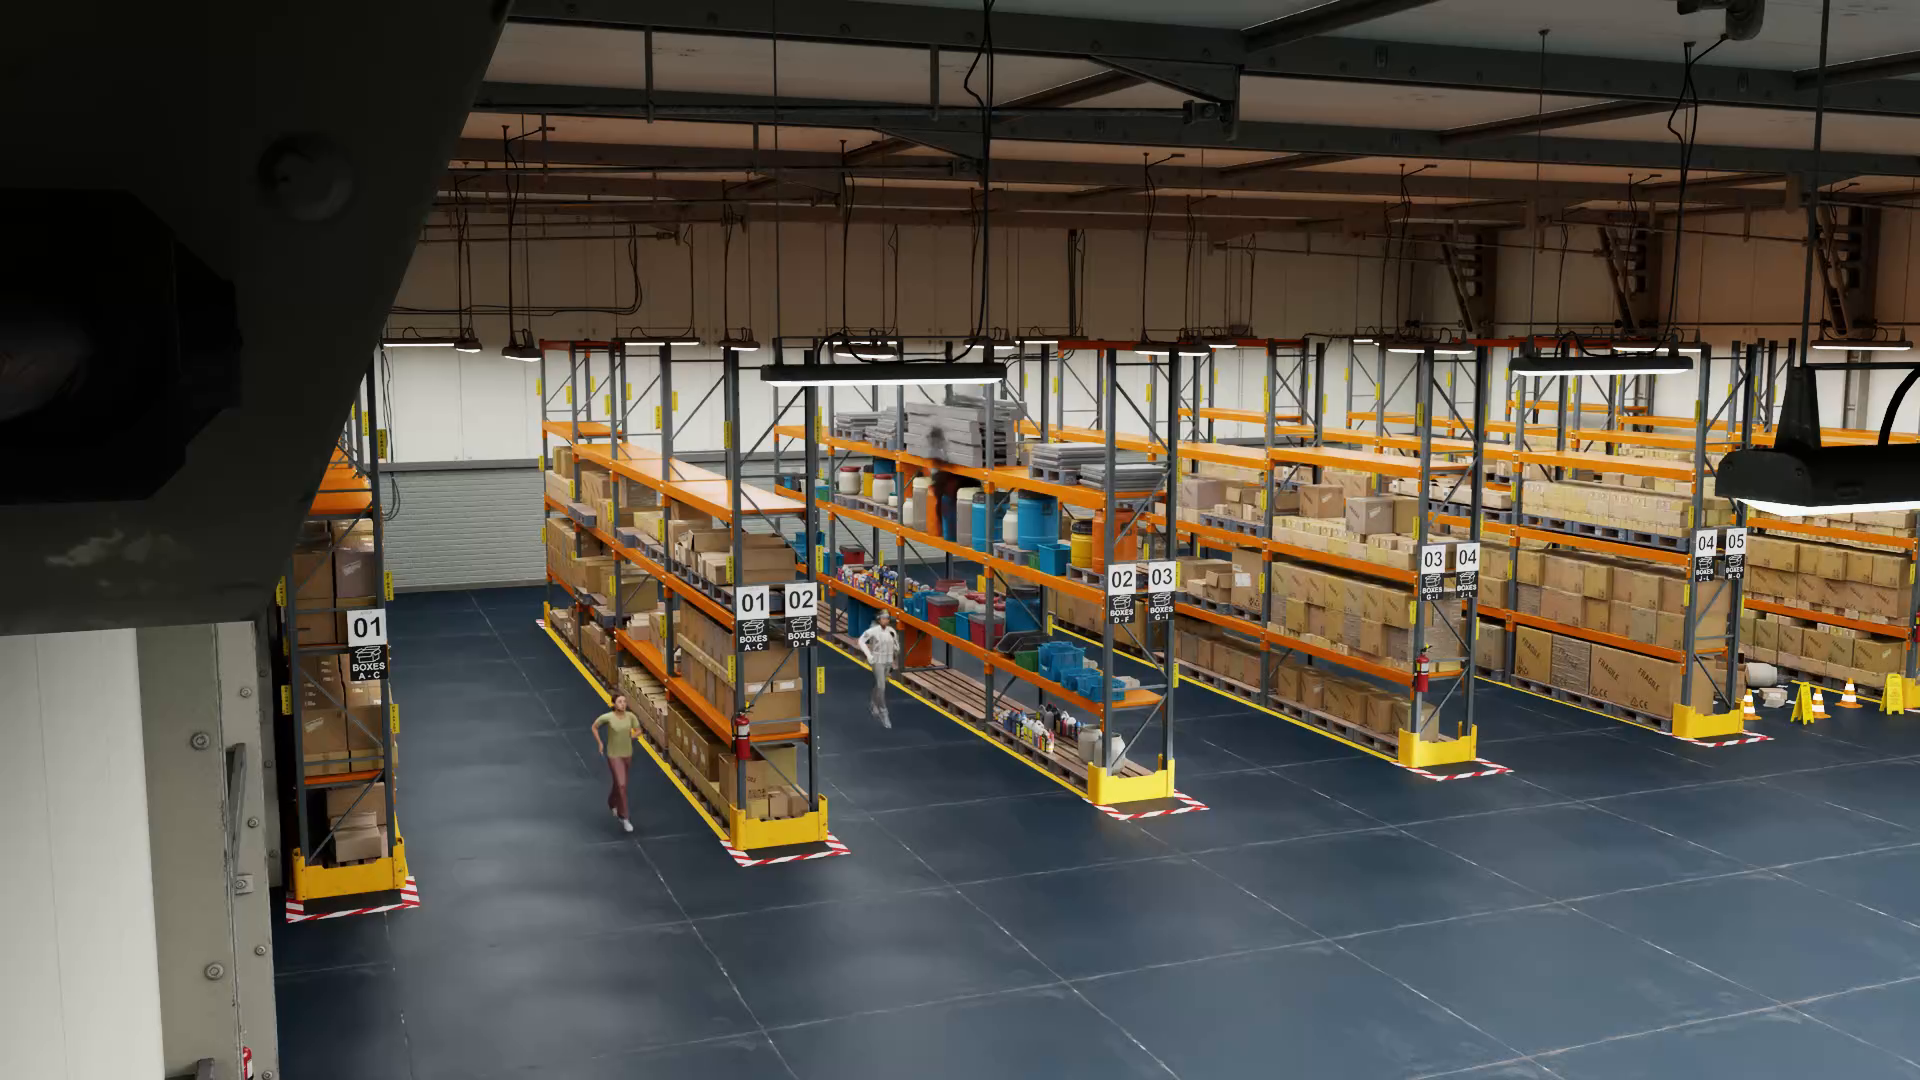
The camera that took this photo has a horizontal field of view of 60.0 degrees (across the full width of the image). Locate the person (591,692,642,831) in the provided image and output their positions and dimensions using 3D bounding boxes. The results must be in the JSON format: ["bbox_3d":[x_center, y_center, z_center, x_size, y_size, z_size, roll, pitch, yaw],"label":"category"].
[{"bbox_3d":[-4.295,2.755,21.049,0.565,1.705,0.806,-6,10,-39],"label":"person"}]

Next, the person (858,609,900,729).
[{"bbox_3d":[-1.184,1.927,25.333,0.595,1.790,0.735,-6,10,-39],"label":"person"}]
